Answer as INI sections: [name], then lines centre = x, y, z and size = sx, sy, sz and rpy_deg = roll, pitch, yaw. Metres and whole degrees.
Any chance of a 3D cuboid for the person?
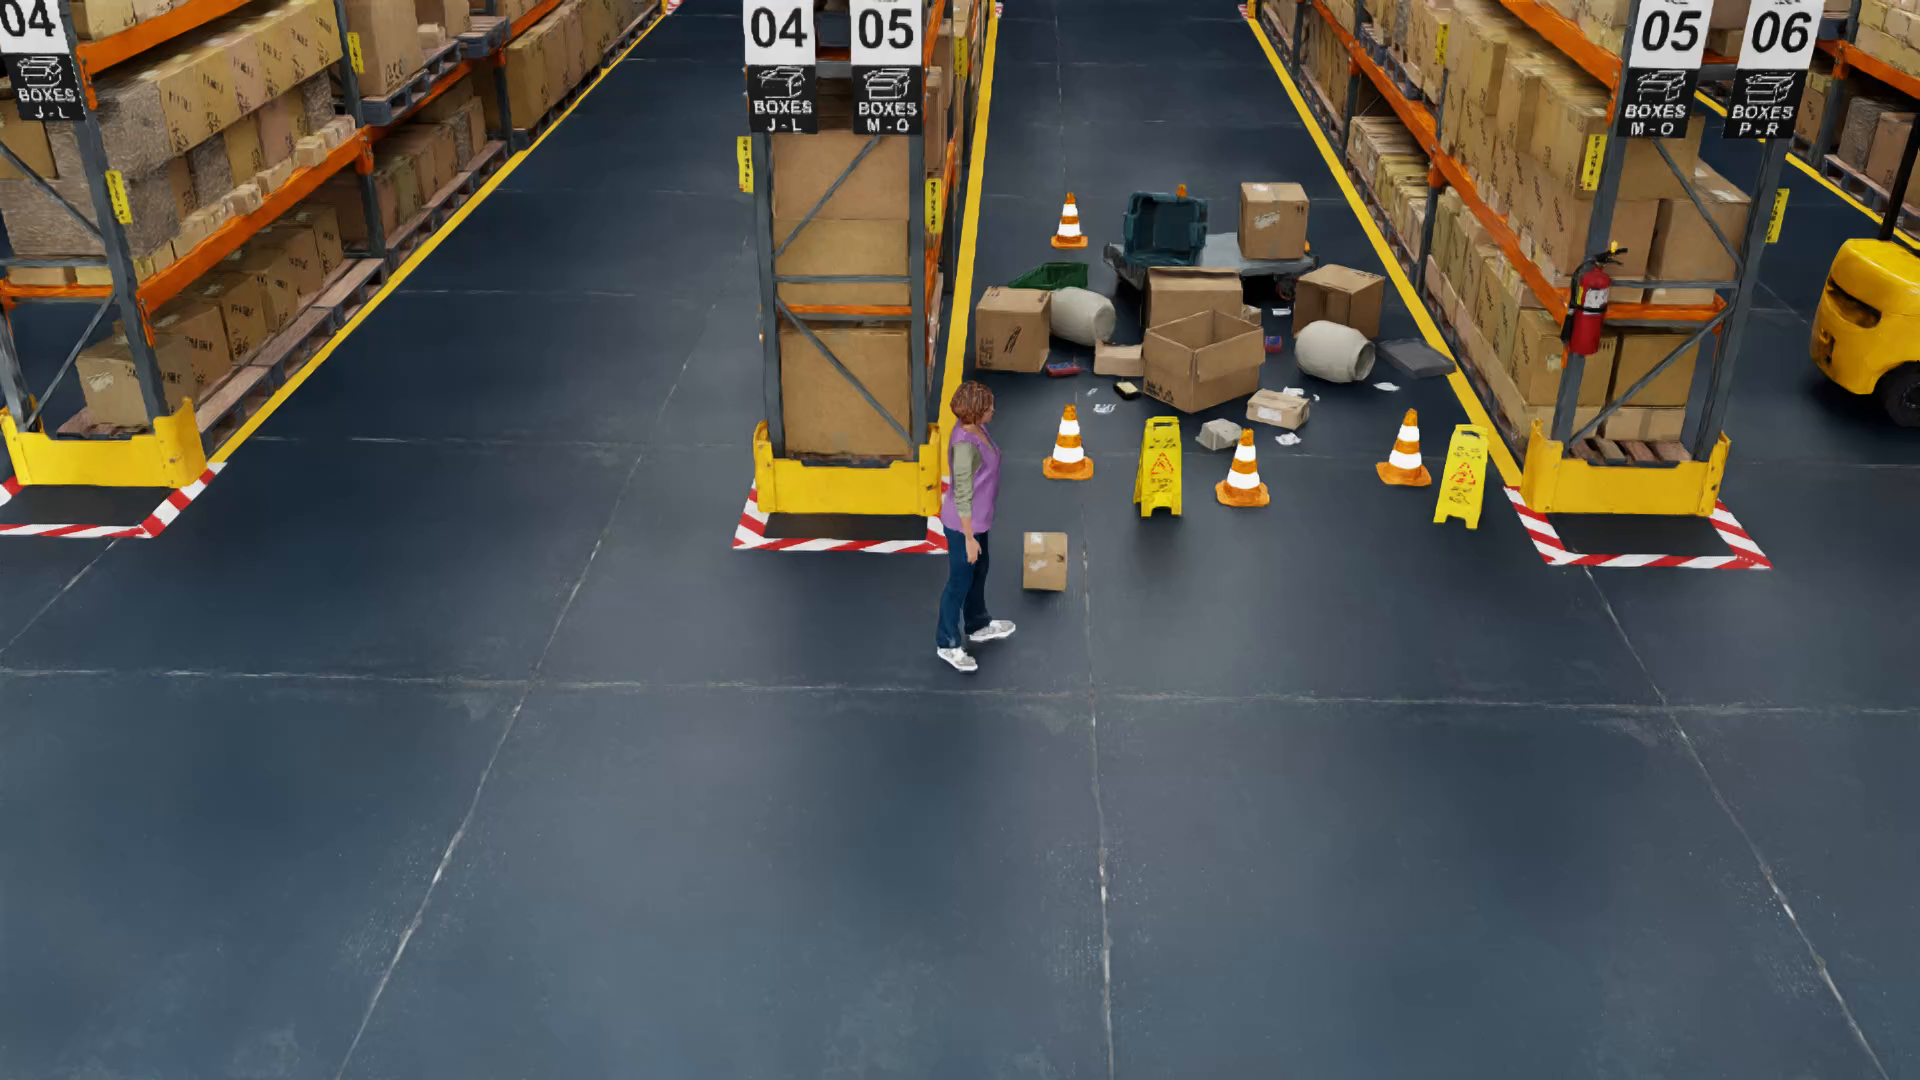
[person]
centre = 0.081, -0.097, 8.768
size = 0.414, 1.600, 0.506
rpy_deg = 4, 29, 7
